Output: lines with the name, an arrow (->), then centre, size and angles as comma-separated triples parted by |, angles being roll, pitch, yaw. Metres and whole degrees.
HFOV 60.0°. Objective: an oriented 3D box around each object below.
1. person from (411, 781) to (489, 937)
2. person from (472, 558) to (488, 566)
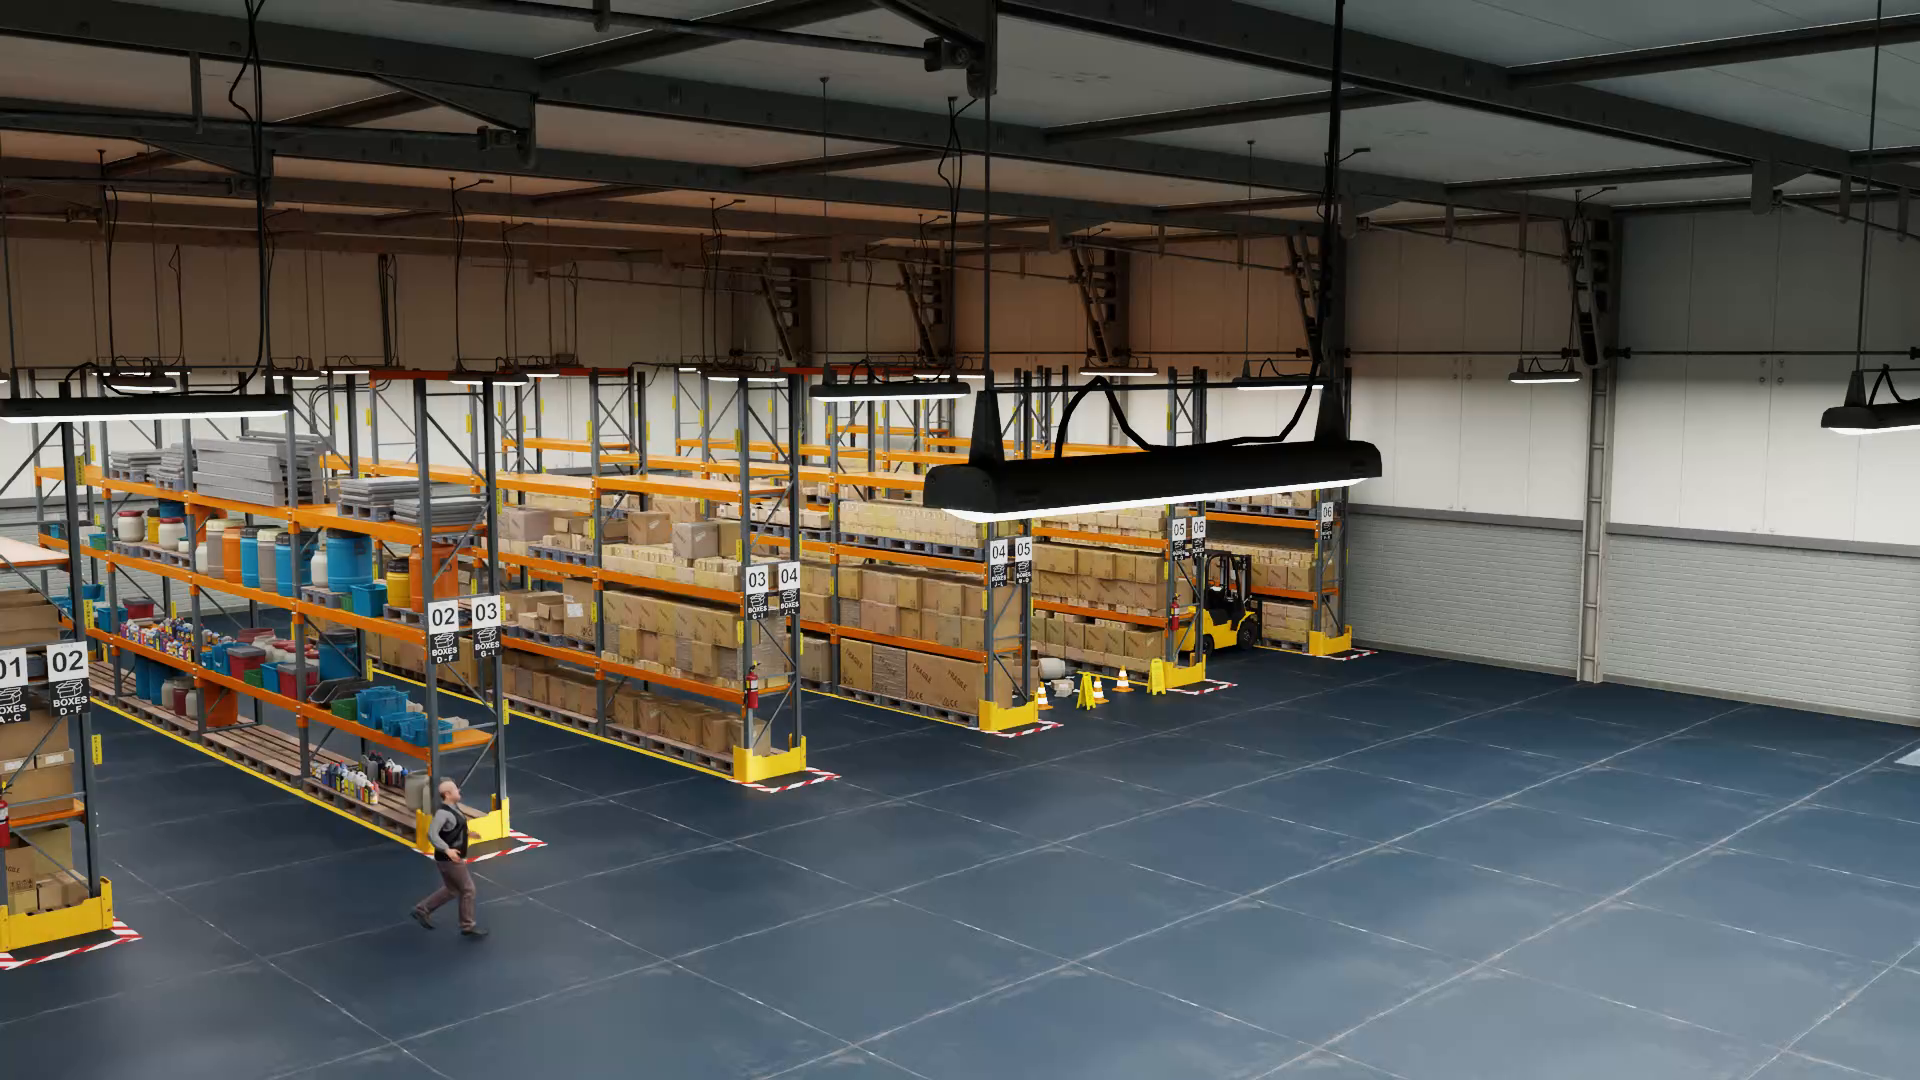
person -> -5.538, 3.454, 17.974 | 0.822, 1.727, 0.671 | -1, 7, -13
person -> -11.447, 0.998, 39.724 | 0.699, 1.797, 0.773 | 2, 7, 17
